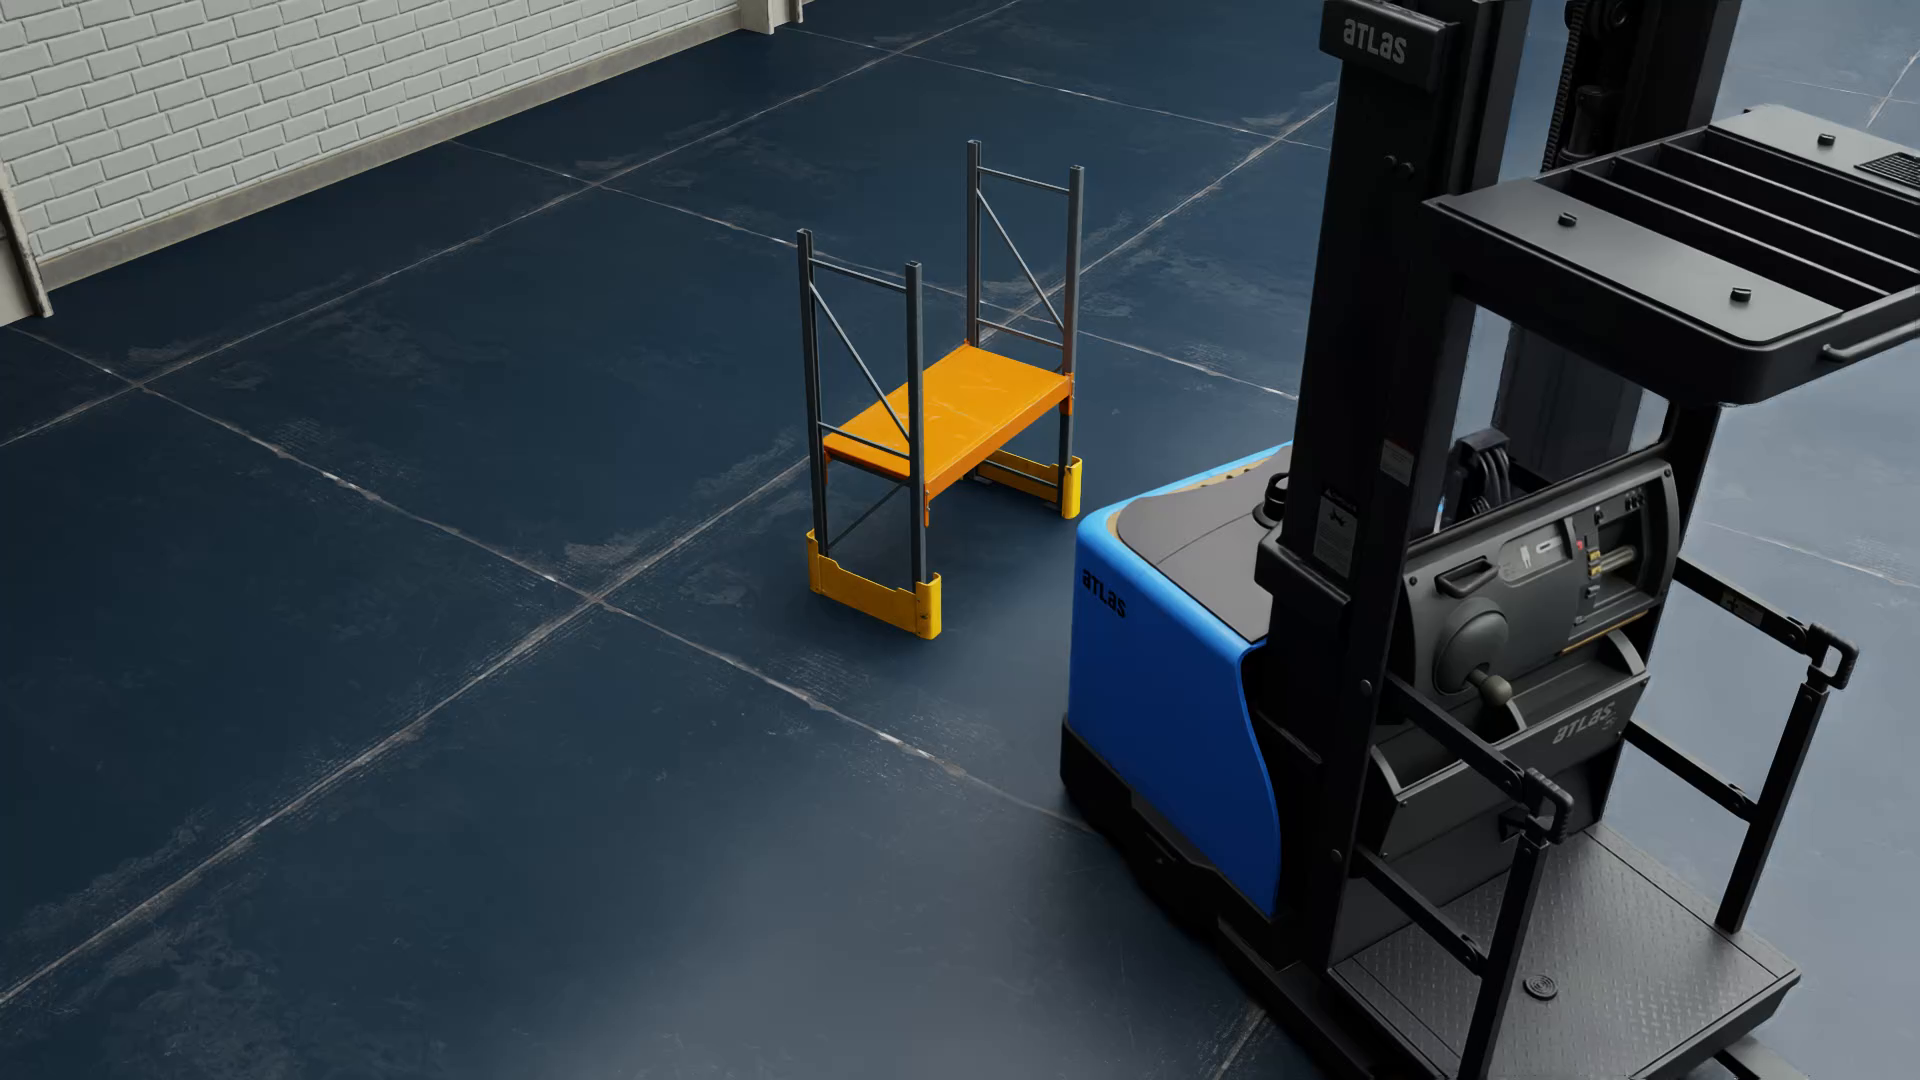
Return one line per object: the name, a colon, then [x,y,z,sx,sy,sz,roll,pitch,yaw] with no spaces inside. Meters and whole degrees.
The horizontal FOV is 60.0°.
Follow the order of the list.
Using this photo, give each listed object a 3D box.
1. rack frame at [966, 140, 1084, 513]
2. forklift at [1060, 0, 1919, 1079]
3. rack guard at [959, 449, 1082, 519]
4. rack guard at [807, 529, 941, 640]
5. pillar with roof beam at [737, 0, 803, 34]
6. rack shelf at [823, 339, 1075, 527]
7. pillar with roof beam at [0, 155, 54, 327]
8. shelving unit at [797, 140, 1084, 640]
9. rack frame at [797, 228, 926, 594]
rack frame: [0.241,-0.816,6.618,0.500,1.500,0.032,21,39,28]
forklift: [1.537,0.161,3.895,1.130,2.935,3.031,-19,39,-26]
rack guard: [0.240,-0.298,6.967,0.587,0.250,0.087,21,39,28]
rack guard: [-0.327,0.161,6.289,0.587,0.250,0.087,21,39,28]
pillar with roof beam: [2.119,-6.220,7.914,9.100,9.000,0.400,21,39,28]
rack shelf: [-0.049,-0.433,6.373,0.538,0.185,1.000,21,39,28]
pillar with roof beam: [-1.302,-3.459,3.831,9.100,9.000,0.400,21,39,28]
shelving unit: [-0.043,-0.586,6.278,0.587,1.500,1.083,21,39,28]
rack frame: [-0.339,-0.348,5.926,0.500,1.500,0.032,21,39,28]
